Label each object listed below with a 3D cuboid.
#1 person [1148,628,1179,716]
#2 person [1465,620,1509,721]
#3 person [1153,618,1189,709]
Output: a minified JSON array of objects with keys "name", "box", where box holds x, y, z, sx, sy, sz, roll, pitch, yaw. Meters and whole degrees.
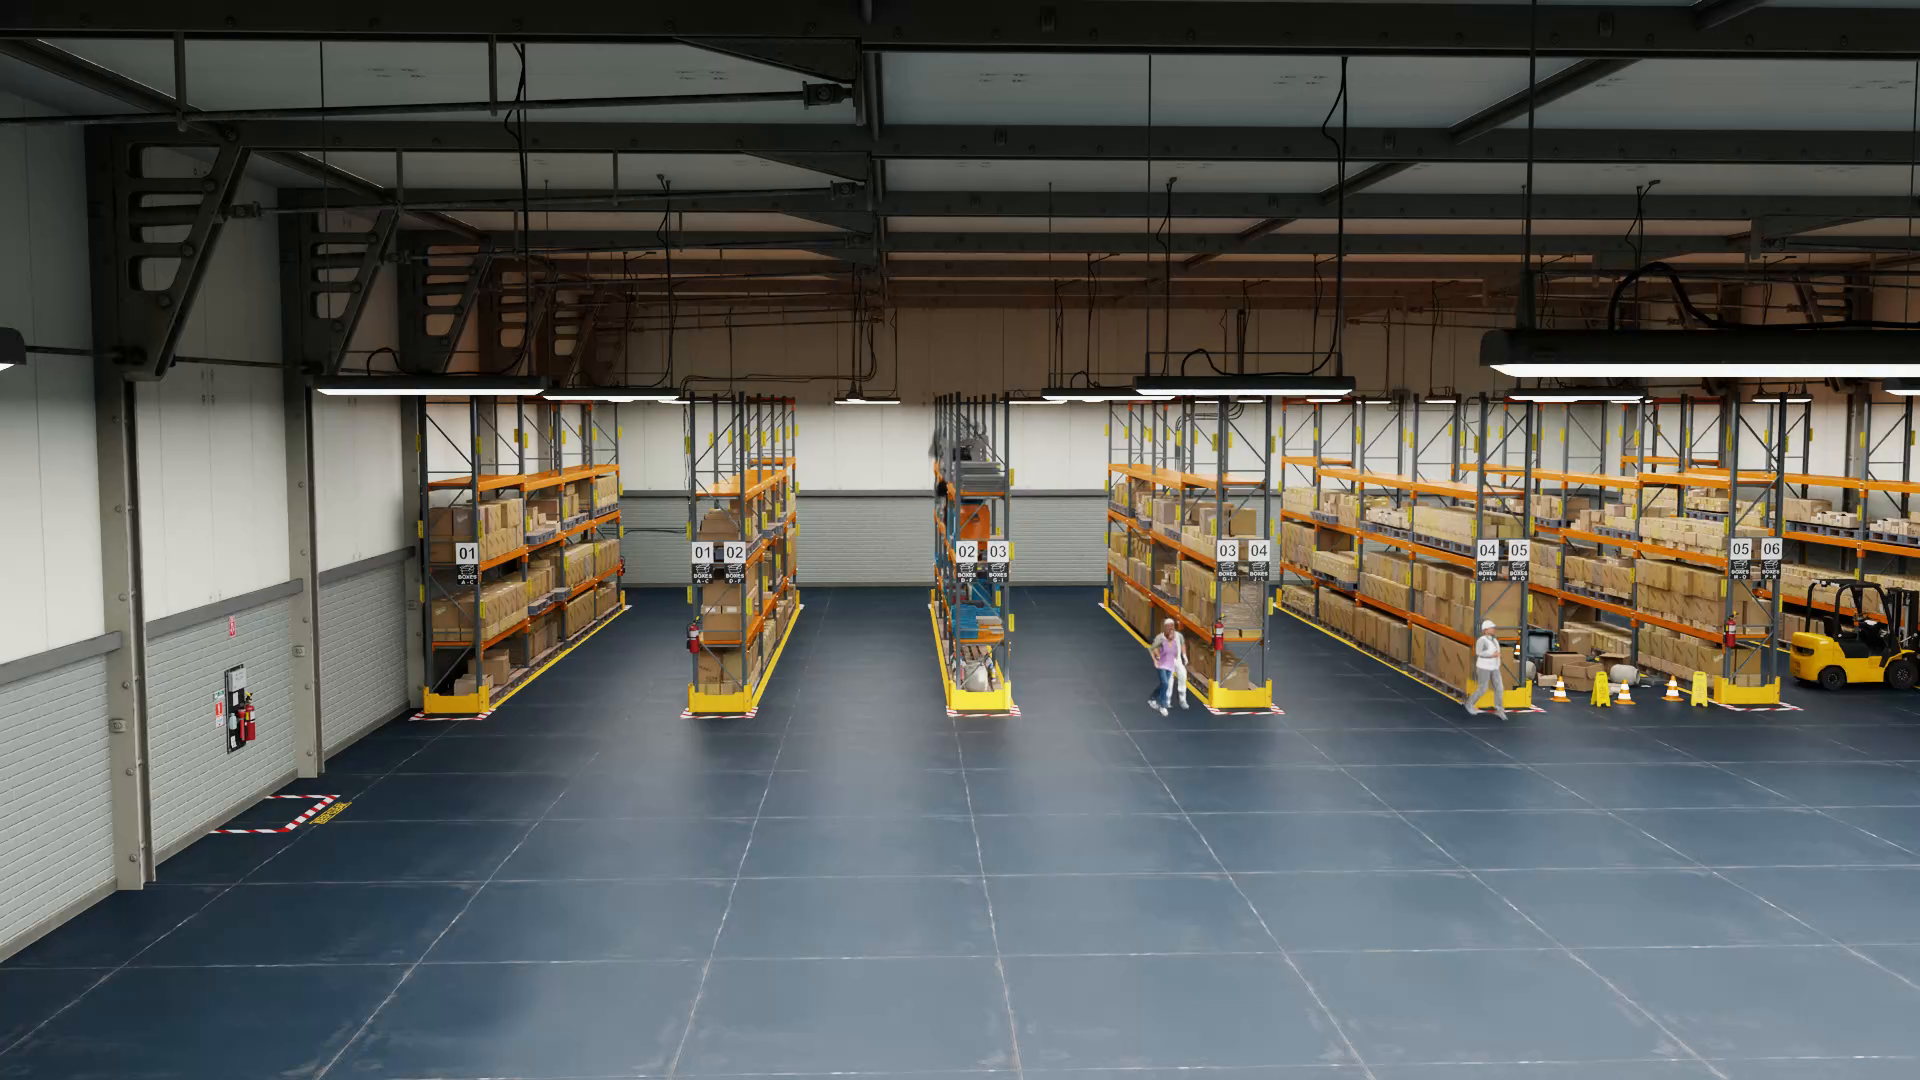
[{"name":"person","box":[3.848,2.443,31.193,0.550,1.611,0.770,-3,5,-30]},{"name":"person","box":[9.686,2.386,30.532,0.662,1.823,0.819,-3,6,-37]},{"name":"person","box":[4.017,2.354,31.560,0.674,1.694,0.875,0,5,-3]}]
